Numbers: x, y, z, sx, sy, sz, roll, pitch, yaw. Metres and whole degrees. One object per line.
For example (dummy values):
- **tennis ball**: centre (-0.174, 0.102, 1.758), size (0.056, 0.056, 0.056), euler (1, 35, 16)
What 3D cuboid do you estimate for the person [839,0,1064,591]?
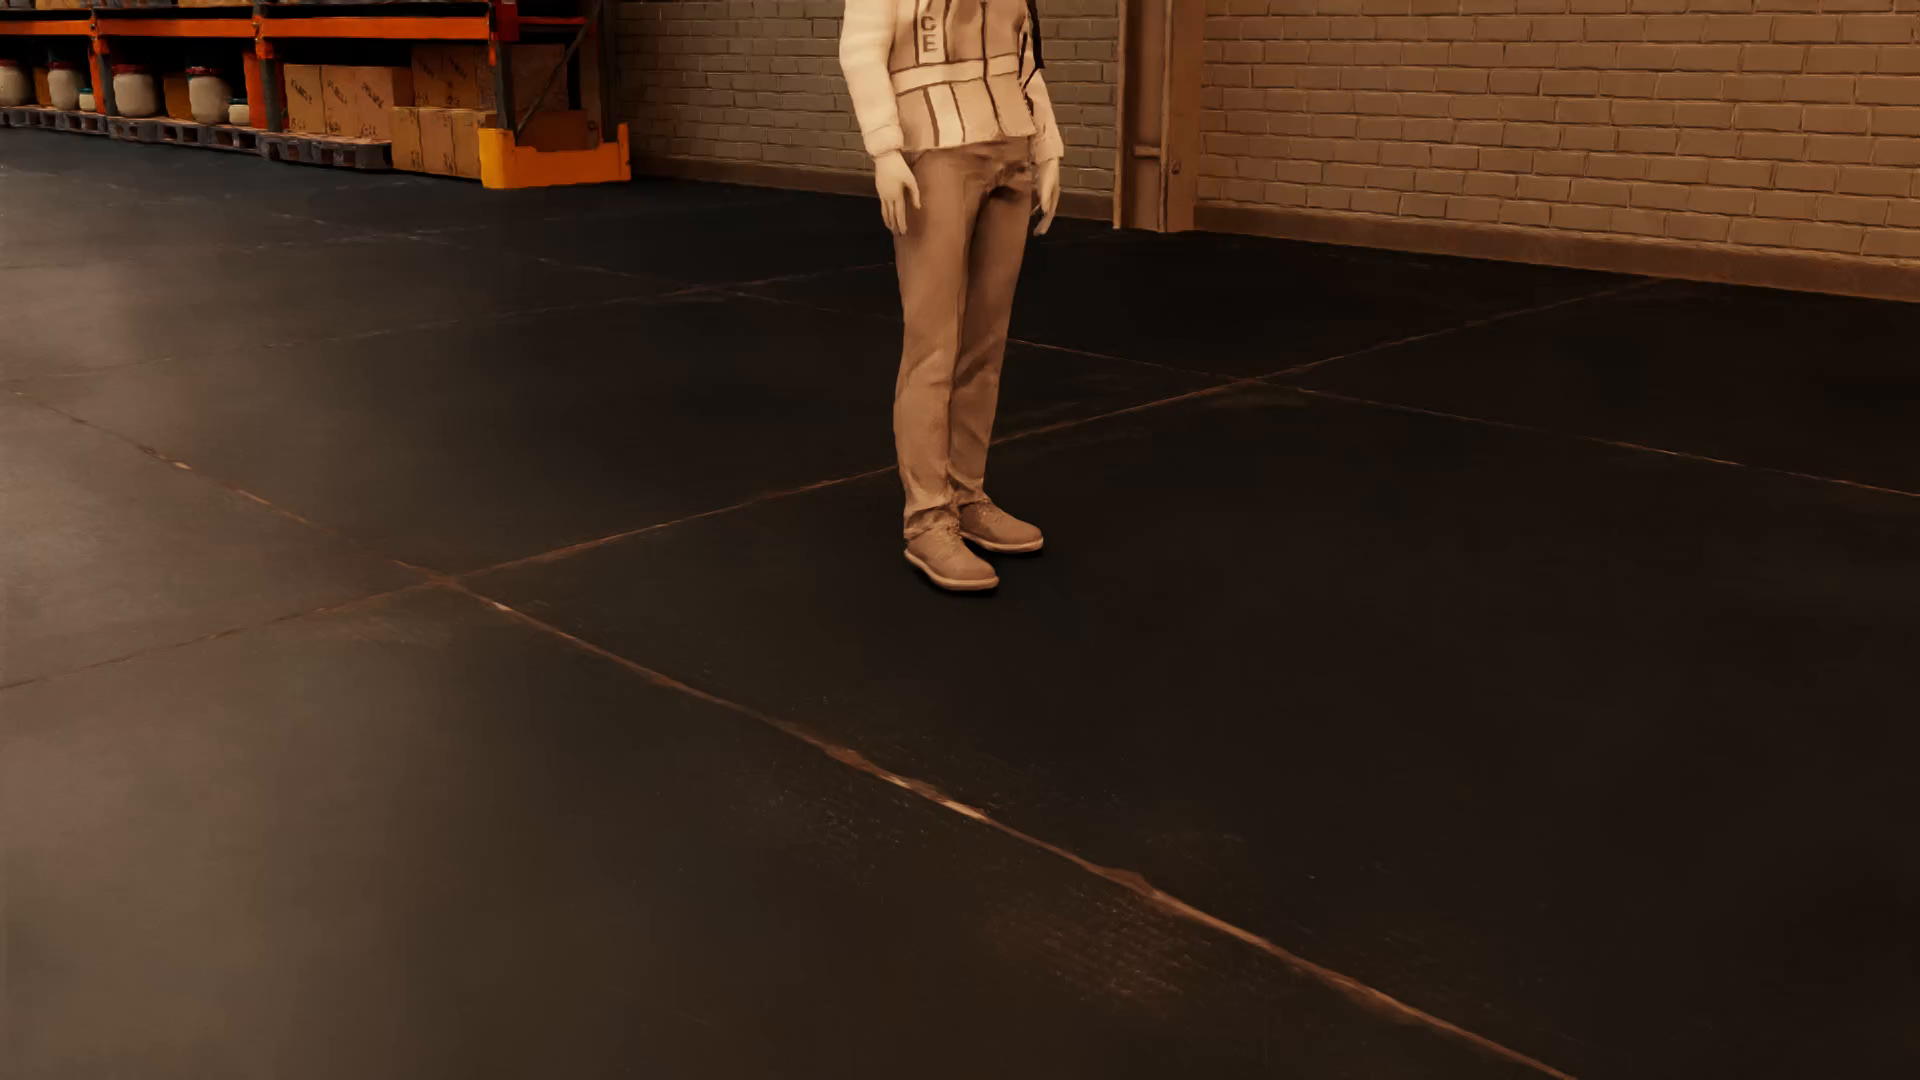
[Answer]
- **person**: centre (0.043, -0.802, 3.593), size (0.533, 1.695, 0.586), euler (16, 23, 42)
